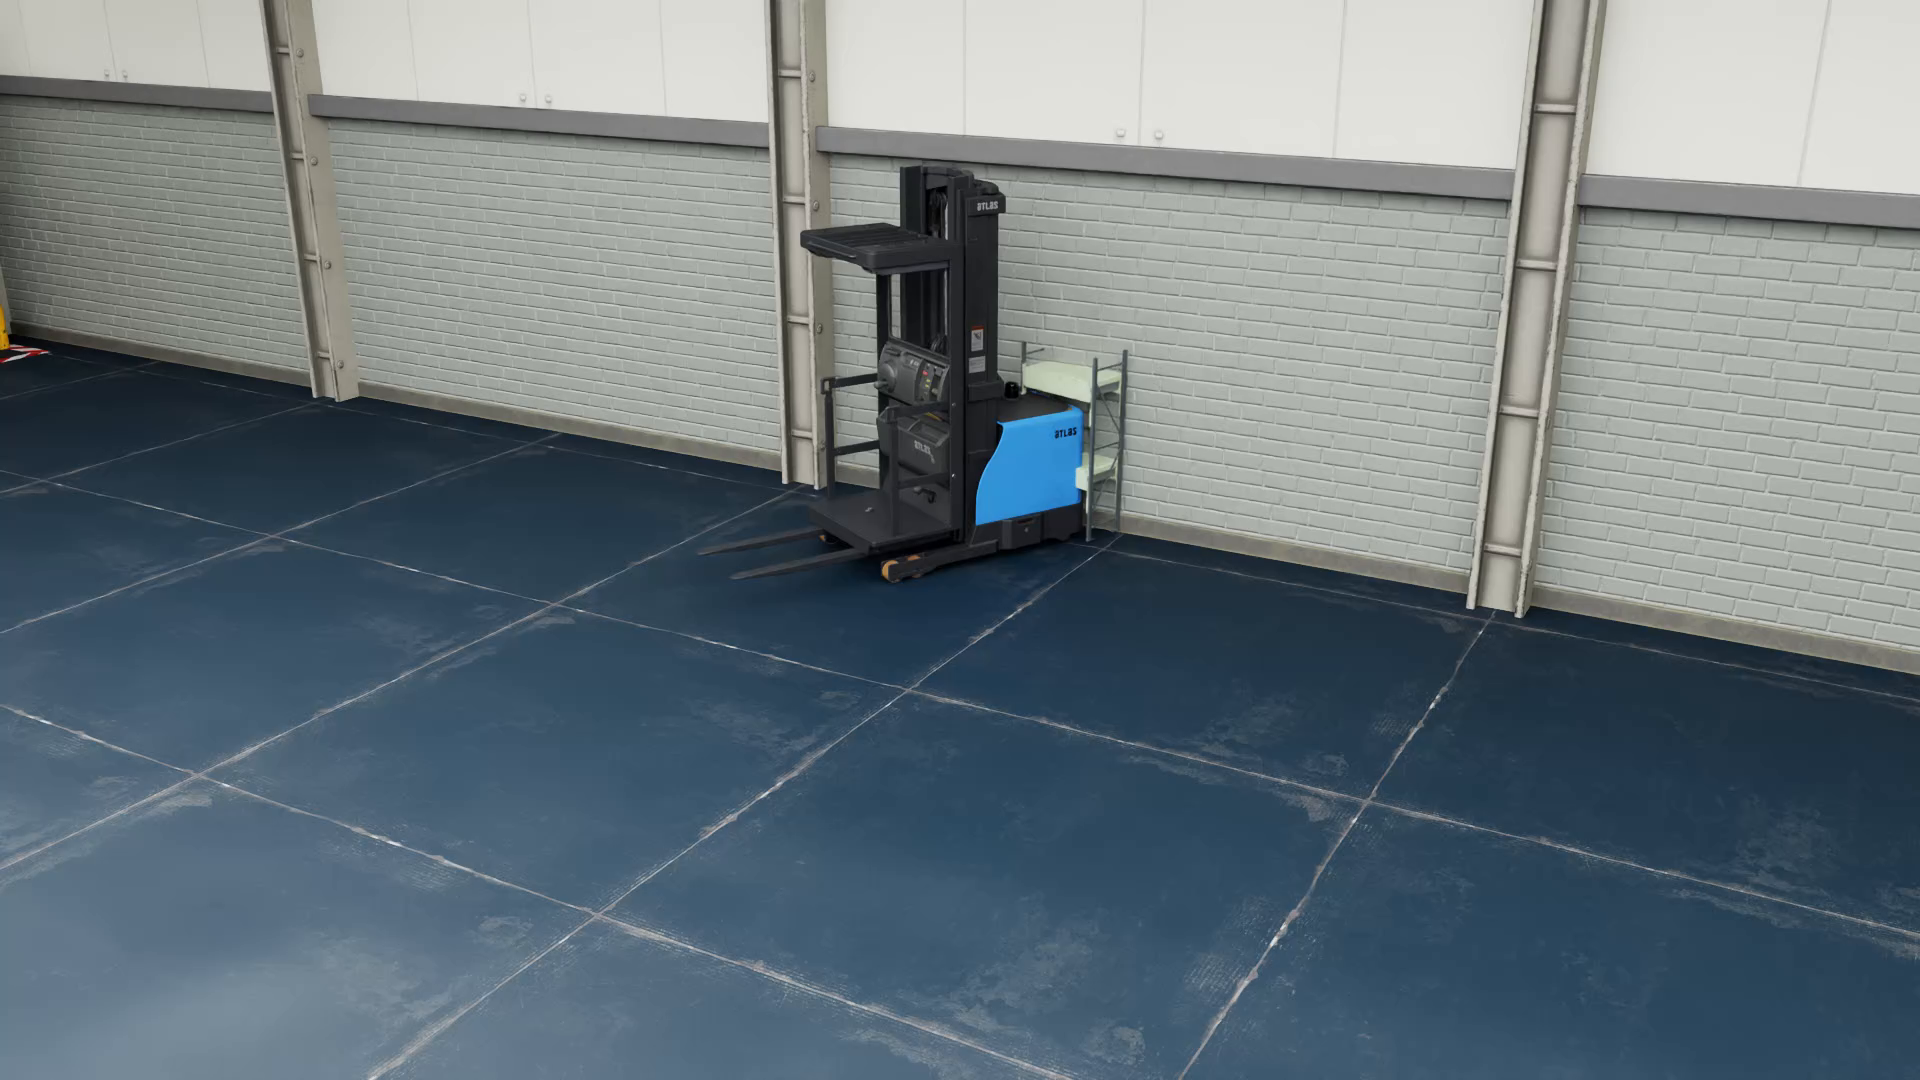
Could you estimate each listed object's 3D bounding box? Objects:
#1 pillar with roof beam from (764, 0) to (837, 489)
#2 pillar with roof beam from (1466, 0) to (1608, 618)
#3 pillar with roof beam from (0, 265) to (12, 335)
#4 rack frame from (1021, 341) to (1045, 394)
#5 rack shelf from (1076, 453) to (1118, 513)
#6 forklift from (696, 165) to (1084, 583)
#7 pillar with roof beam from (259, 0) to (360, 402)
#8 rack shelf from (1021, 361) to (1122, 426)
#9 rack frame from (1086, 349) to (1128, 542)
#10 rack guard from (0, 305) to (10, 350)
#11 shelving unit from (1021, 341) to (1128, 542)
[{"bbox_3d":[-3.434,-3.469,9.733,0.400,9.000,9.100,11,23,27],"label":"pillar with roof beam"},{"bbox_3d":[1.804,-2.471,6.982,0.400,9.000,9.100,11,23,27],"label":"pillar with roof beam"},{"bbox_3d":[-13.910,-5.465,15.234,0.400,9.000,9.100,11,23,27],"label":"pillar with roof beam"},{"bbox_3d":[0.631,-0.921,13.597,0.023,1.500,0.400,19,27,40],"label":"rack frame"},{"bbox_3d":[0.892,-0.524,13.475,0.720,0.370,0.431,19,27,40],"label":"rack shelf"},{"bbox_3d":[-0.530,-1.262,12.546,3.031,2.935,1.130,-12,23,-31],"label":"forklift"},{"bbox_3d":[-8.672,-4.467,12.483,0.400,9.000,9.100,11,23,27],"label":"pillar with roof beam"},{"bbox_3d":[0.898,-1.195,13.223,0.720,0.370,0.431,19,27,40],"label":"rack shelf"},{"bbox_3d":[1.158,-0.738,13.123,0.023,1.500,0.400,19,27,40],"label":"rack frame"},{"bbox_3d":[-11.621,-2.363,19.147,0.348,0.500,1.175,11,23,27],"label":"rack guard"},{"bbox_3d":[0.895,-0.829,13.360,0.755,1.500,0.431,19,27,40],"label":"shelving unit"}]
